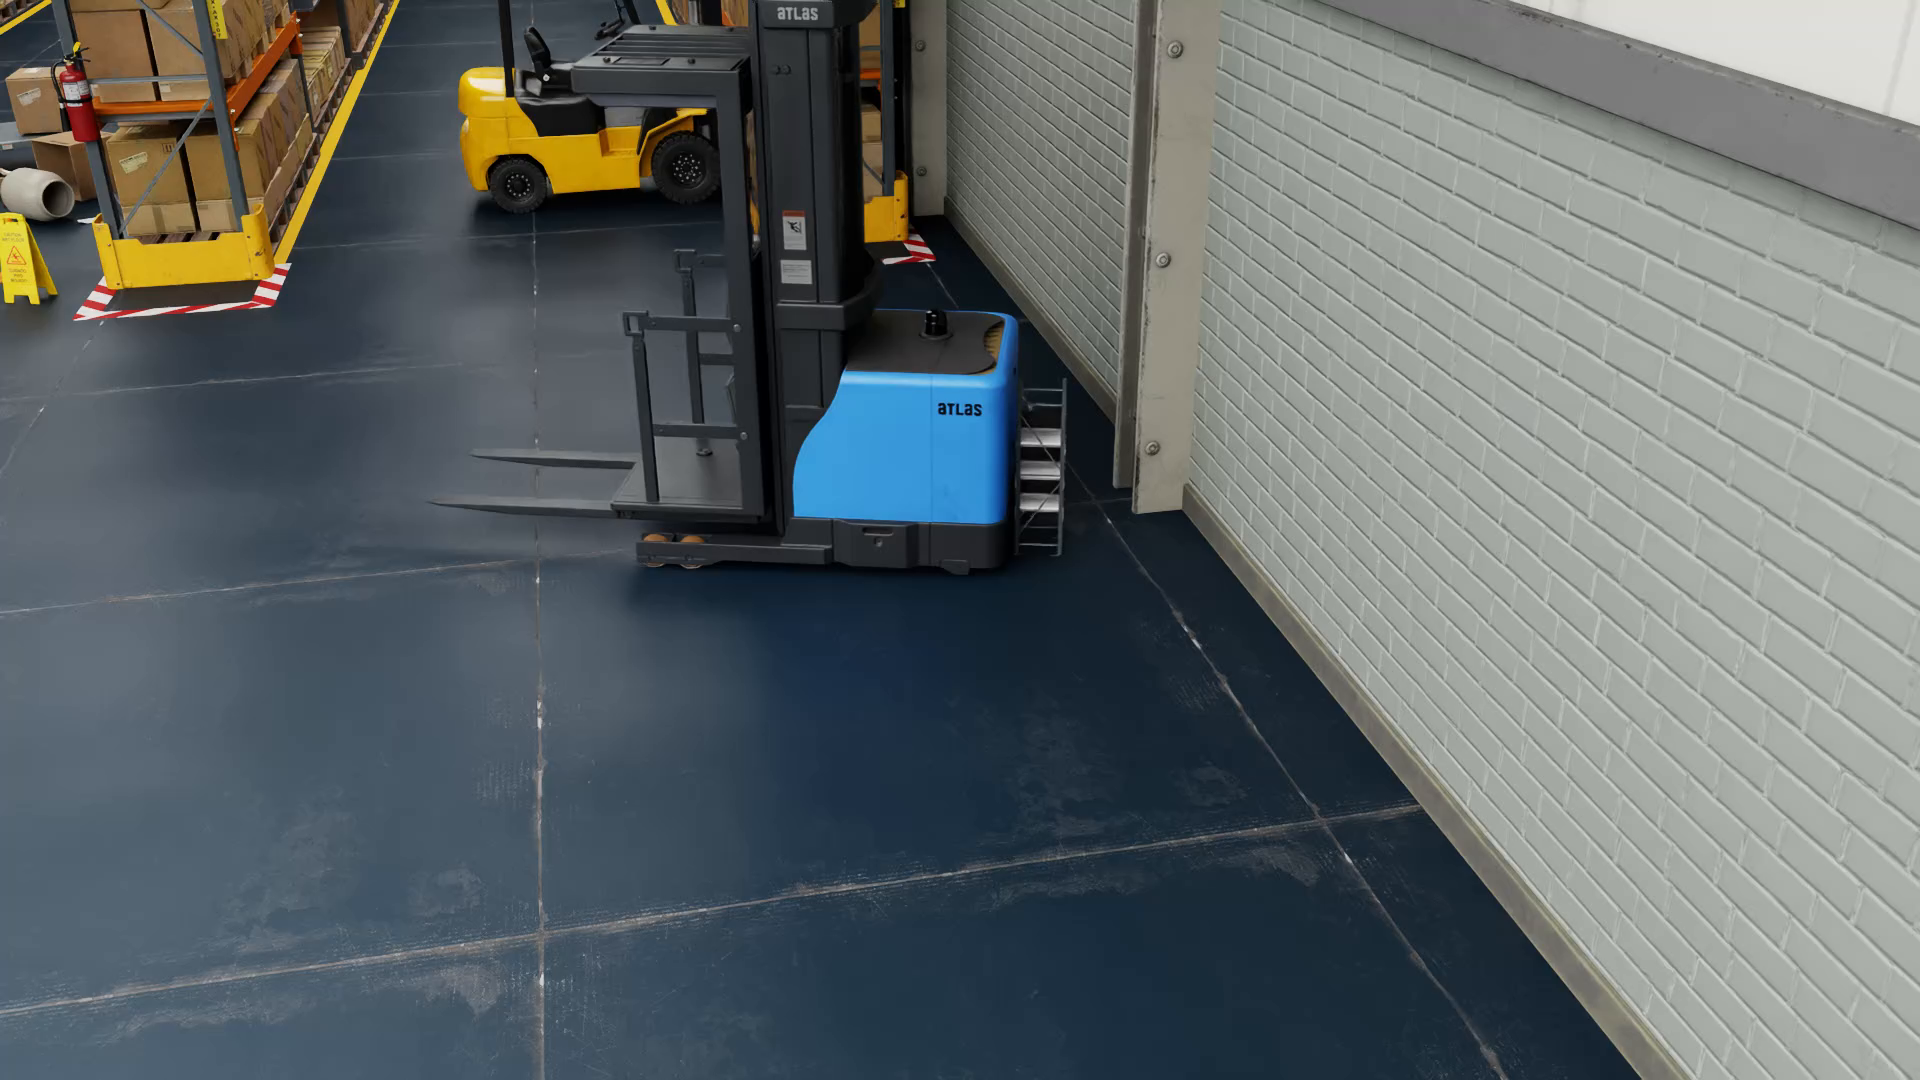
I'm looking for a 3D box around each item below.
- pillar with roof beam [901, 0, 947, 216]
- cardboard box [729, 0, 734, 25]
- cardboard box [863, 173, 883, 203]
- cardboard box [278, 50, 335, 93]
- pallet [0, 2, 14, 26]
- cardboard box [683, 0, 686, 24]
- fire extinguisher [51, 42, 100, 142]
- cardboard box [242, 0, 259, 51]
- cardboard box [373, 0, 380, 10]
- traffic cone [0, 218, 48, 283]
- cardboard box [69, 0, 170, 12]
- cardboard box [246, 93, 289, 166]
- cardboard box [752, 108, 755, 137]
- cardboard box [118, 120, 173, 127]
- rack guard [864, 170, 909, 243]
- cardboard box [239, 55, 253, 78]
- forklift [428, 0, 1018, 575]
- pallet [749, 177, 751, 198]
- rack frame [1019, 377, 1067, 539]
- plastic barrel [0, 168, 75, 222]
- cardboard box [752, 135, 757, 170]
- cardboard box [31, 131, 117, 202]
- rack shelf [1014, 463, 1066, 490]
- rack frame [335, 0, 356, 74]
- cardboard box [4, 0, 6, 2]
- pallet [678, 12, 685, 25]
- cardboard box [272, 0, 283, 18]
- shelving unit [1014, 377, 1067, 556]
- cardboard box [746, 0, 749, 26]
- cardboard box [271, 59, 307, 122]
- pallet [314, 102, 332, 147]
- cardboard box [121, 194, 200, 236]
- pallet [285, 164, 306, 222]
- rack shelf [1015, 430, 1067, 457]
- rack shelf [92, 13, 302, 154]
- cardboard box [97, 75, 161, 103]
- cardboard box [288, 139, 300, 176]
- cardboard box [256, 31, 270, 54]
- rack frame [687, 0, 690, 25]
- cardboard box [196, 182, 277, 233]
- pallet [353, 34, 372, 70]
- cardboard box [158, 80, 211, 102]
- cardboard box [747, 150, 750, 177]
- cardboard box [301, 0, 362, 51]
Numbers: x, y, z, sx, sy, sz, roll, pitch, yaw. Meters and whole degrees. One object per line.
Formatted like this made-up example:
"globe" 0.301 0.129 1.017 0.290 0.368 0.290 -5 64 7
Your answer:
"pillar with roof beam" -4.493 -6.458 11.558 9.100 9.000 0.400 -6 27 -12
"cardboard box" -1.827 -4.950 15.117 0.500 0.500 0.500 -6 27 -12
"cardboard box" -0.940 -3.015 13.981 0.500 0.250 0.500 -6 27 -11
"cardboard box" -7.201 -4.935 17.649 0.950 0.372 0.625 -5 27 -10
"pallet" -13.545 -7.082 22.546 1.003 0.211 1.213 -6 27 -12
"cardboard box" -3.351 -7.018 21.633 0.500 0.500 0.500 -5 27 -9
"fire extinguisher" -6.279 -3.183 11.813 0.296 0.674 0.183 -6 27 -12
"cardboard box" -5.928 -4.178 13.258 0.500 0.500 0.500 -6 27 -13
"cardboard box" -8.342 -7.557 22.286 0.875 0.875 0.875 -5 27 -10
"traffic cone" -7.209 -2.240 12.673 0.336 0.463 0.334 -6 27 -12
"cardboard box" -6.183 -4.140 12.073 0.700 0.500 0.500 -7 28 -13
"cardboard box" -6.001 -3.452 14.013 0.500 0.500 0.500 -5 27 -11
"cardboard box" -1.428 -3.397 13.627 0.500 0.250 0.500 -5 27 -10
"cardboard box" -6.438 -3.378 13.147 0.380 0.149 0.250 -5 27 -10
"rack guard" -1.015 -2.693 13.532 1.175 0.500 0.348 -6 27 -12
"cardboard box" -5.794 -3.722 13.075 0.380 0.149 0.250 -6 27 -11
"forklift" -1.231 -1.395 8.260 3.031 2.935 1.130 2 27 5
"pallet" -1.505 -3.441 15.333 1.003 0.211 1.213 -6 27 -12
"rack frame" 0.418 -0.414 8.571 0.240 0.900 0.006 2 27 4
"plastic barrel" -7.796 -2.917 14.060 0.512 0.421 0.421 13 30 24
"cardboard box" -1.435 -3.185 13.762 0.500 0.250 0.500 -6 27 -12
"cardboard box" -7.841 -3.347 14.823 0.500 0.500 0.500 13 30 24
"rack shelf" 0.411 -0.338 8.496 0.258 0.077 0.200 2 27 4
"rack frame" -7.658 -6.826 18.945 1.000 3.000 0.127 -6 27 -12
"cardboard box" -13.401 -7.470 22.918 0.380 0.149 0.250 -7 28 -13
"pallet" -3.226 -6.953 22.292 1.003 0.211 1.213 -6 27 -12
"cardboard box" -6.292 -4.853 14.594 0.500 0.500 0.500 -5 27 -10
"shelving unit" 0.411 -0.368 8.481 0.258 0.900 0.210 2 27 4
"cardboard box" -1.495 -4.283 13.795 0.500 0.500 0.500 -5 27 -10
"cardboard box" -6.362 -4.133 15.362 0.500 0.500 0.500 -6 27 -12
"pallet" -6.934 -4.167 16.772 1.003 0.211 1.213 -6 27 -12
"cardboard box" -6.305 -2.612 13.182 0.500 0.250 0.500 -6 27 -12
"pallet" -6.293 -2.998 14.455 1.003 0.211 1.213 -6 27 -12
"rack shelf" 0.411 -0.499 8.415 0.258 0.077 0.200 2 27 4
"rack shelf" -6.306 -3.871 13.889 1.077 0.370 4.000 -6 27 -12
"cardboard box" -6.148 -3.345 12.326 0.380 0.149 0.250 -5 27 -10
"cardboard box" -6.122 -3.342 14.627 0.500 0.250 0.500 -6 27 -11
"cardboard box" -6.033 -4.178 13.977 0.380 0.149 0.250 -6 27 -11
"rack frame" -2.823 -7.332 19.947 1.000 3.000 0.127 -6 27 -12
"cardboard box" -5.768 -2.656 13.270 0.500 0.250 0.500 -6 27 -12
"pallet" -7.763 -5.935 20.275 1.003 0.211 1.213 -6 27 -12
"cardboard box" -5.730 -3.372 12.381 0.380 0.149 0.250 -6 27 -11
"cardboard box" -1.641 -3.394 14.731 0.500 0.250 0.500 -6 27 -11
"cardboard box" -7.733 -6.377 19.947 0.875 0.875 0.875 -6 27 -12
